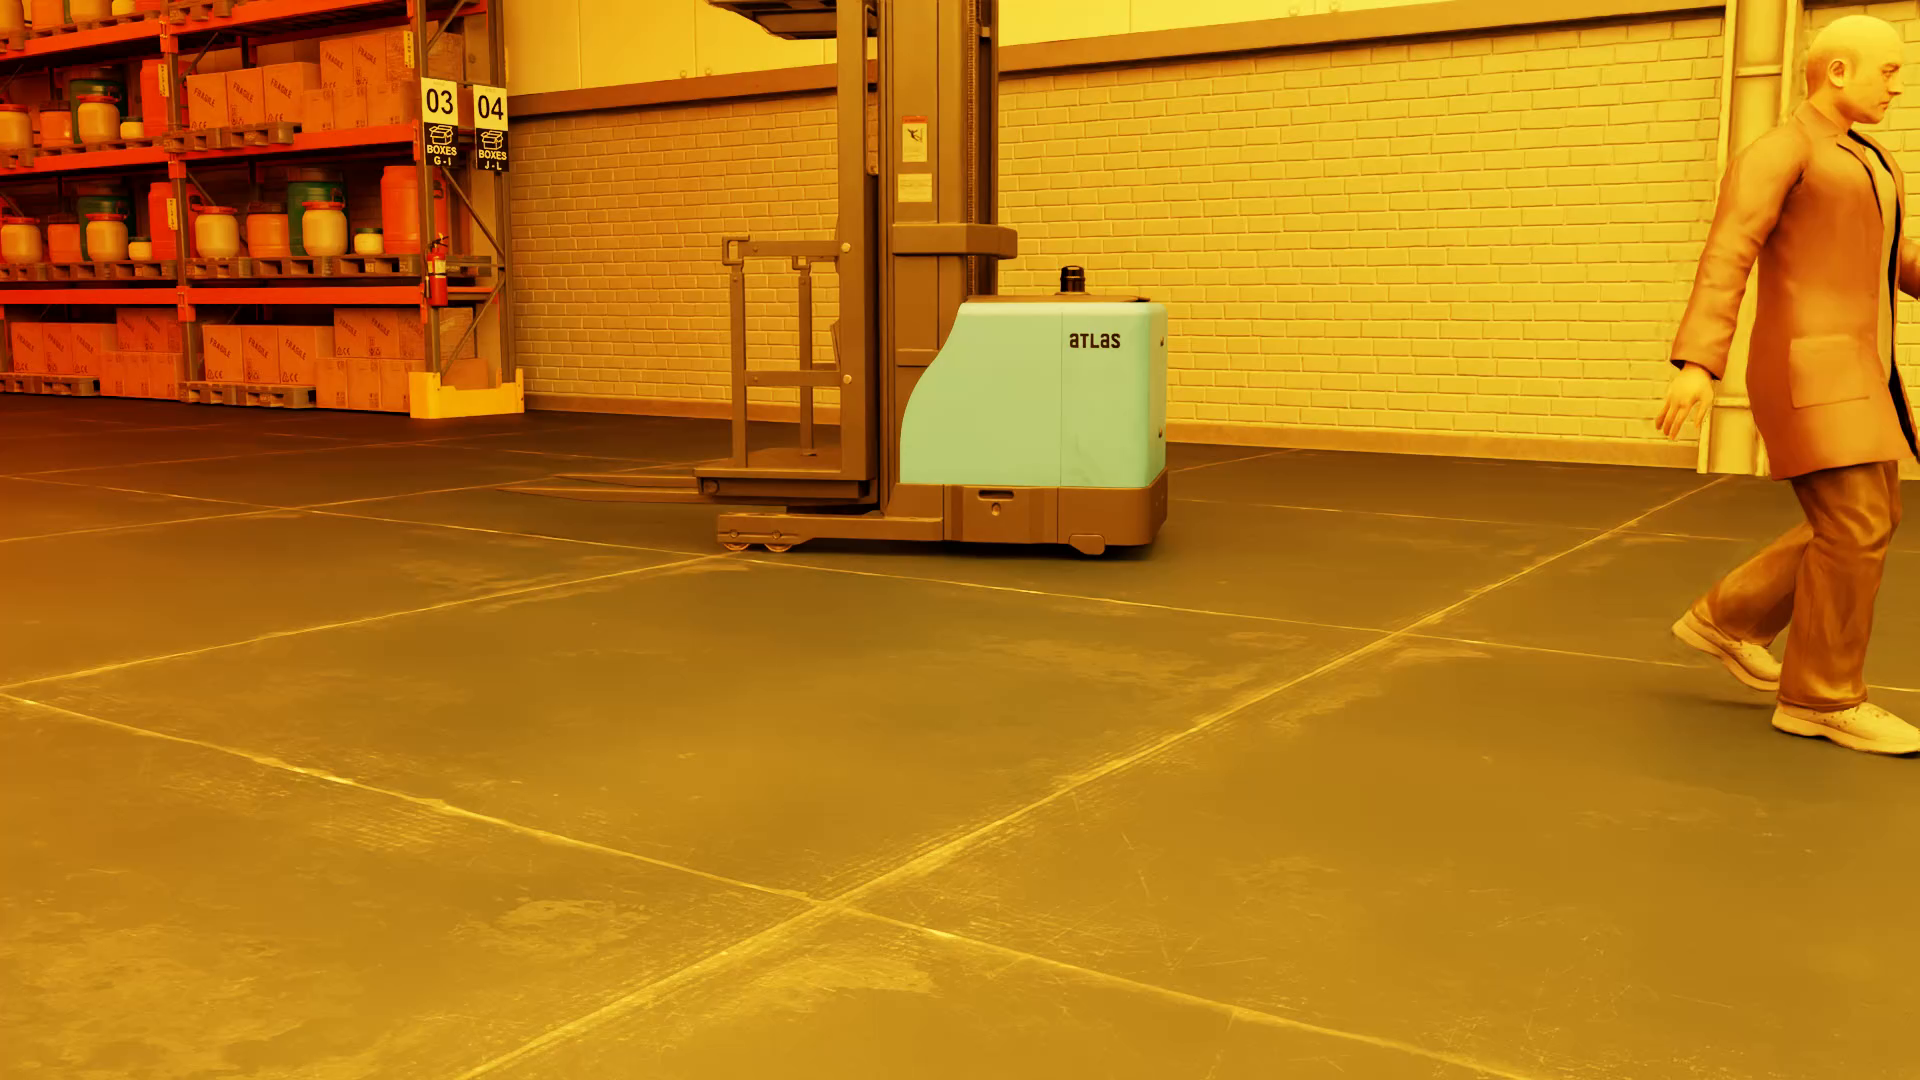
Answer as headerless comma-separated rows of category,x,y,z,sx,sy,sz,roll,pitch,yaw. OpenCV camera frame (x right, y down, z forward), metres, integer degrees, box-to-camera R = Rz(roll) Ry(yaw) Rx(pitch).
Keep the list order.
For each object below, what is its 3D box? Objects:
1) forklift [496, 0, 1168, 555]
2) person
forklift,-0.596,-1.469,7.520,3.031,2.935,1.130,2,8,12
person,2.143,-0.394,4.146,0.906,1.760,0.738,-8,11,-44
